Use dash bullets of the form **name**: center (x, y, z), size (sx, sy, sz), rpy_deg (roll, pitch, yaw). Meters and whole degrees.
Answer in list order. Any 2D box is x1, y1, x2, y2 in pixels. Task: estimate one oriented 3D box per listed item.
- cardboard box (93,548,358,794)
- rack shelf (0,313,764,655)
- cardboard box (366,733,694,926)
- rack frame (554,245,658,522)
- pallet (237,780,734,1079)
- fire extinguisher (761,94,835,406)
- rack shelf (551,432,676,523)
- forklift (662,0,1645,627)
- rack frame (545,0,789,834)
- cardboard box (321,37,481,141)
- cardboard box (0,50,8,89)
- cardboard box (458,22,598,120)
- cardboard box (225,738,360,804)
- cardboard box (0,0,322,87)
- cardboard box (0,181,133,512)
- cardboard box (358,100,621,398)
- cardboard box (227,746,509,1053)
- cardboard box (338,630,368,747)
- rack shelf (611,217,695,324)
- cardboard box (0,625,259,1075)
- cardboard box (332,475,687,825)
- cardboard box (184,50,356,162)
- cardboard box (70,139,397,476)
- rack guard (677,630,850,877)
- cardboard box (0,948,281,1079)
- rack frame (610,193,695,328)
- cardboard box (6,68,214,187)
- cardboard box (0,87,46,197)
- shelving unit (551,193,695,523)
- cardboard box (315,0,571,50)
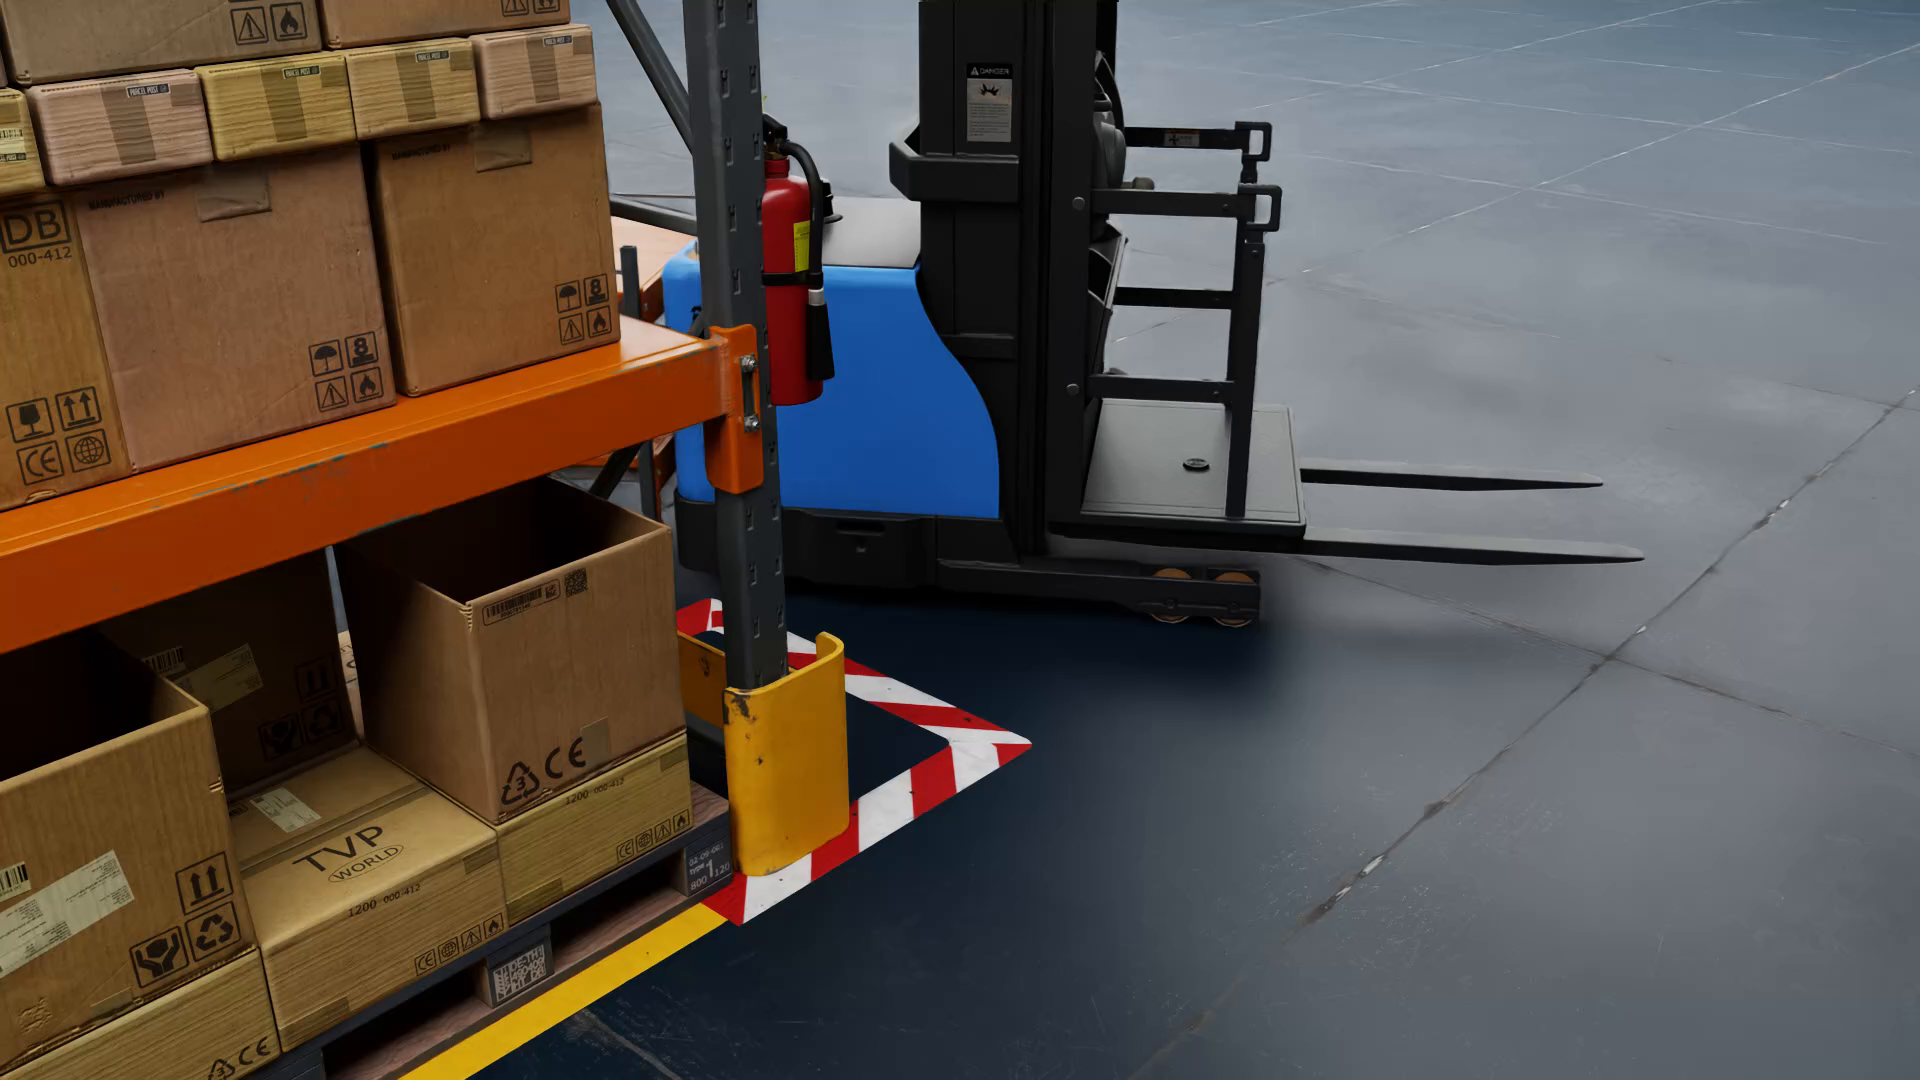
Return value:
- **cardboard box**: center (-1.672, 0.216, 3.532), size (0.500, 0.500, 0.500), rpy_deg (20, 31, 38)
- **rack shelf**: center (-2.151, 0.177, 2.567), size (1.077, 0.370, 4.000), rpy_deg (20, 31, 38)
- **cardboard box**: center (-0.954, 0.547, 3.711), size (0.500, 0.250, 0.500), rpy_deg (20, 31, 38)
- **rack frame**: center (-1.215, -0.372, 5.204), size (0.500, 1.125, 0.032), rpy_deg (3, 24, 6)
- **pallet**: center (-1.295, 0.757, 3.804), size (1.003, 0.211, 1.213), rpy_deg (20, 31, 38)
- **fire extinguisher**: center (-0.391, -0.634, 3.592), size (0.296, 0.674, 0.183), rpy_deg (20, 31, 38)
- **rack shelf**: center (-1.152, -0.355, 5.765), size (0.538, 0.278, 1.000), rpy_deg (3, 24, 6)
- **forklift**: center (0.641, -1.300, 5.067), size (3.031, 2.935, 1.130), rpy_deg (3, 24, 7)
- **rack frame**: center (-0.816, -0.760, 3.779), size (1.000, 3.000, 0.127), rpy_deg (20, 31, 38)
- **cardboard box**: center (-1.103, -0.853, 3.071), size (0.380, 0.149, 0.250), rpy_deg (21, 32, 39)
- **cardboard box**: center (-1.855, -0.927, 2.444), size (0.700, 0.500, 0.500), rpy_deg (20, 31, 38)
- **cardboard box**: center (-0.929, -0.933, 3.250), size (0.380, 0.149, 0.250), rpy_deg (20, 31, 37)
- **cardboard box**: center (-1.670, 0.559, 3.685), size (0.500, 0.250, 0.500), rpy_deg (20, 31, 38)
- **cardboard box**: center (-1.519, -1.081, 2.787), size (0.700, 0.500, 0.500), rpy_deg (19, 30, 36)
- **cardboard box**: center (-1.819, -0.356, 2.755), size (0.700, 0.500, 0.500), rpy_deg (20, 31, 38)
- **cardboard box**: center (-1.137, -0.667, 3.449), size (0.700, 0.500, 0.500), rpy_deg (20, 31, 38)
- **cardboard box**: center (-1.278, 0.703, 3.364), size (0.500, 0.250, 0.500), rpy_deg (20, 31, 38)
- **cardboard box**: center (-1.339, 0.406, 4.027), size (0.500, 0.250, 0.500), rpy_deg (20, 31, 38)
- **rack shelf**: center (-1.152, -0.845, 5.545), size (0.538, 0.278, 1.000), rpy_deg (3, 24, 6)
- **cardboard box**: center (-1.609, 0.514, 2.868), size (0.500, 0.500, 0.500), rpy_deg (20, 31, 38)
- **cardboard box**: center (-0.952, 0.205, 3.557), size (0.500, 0.500, 0.500), rpy_deg (20, 31, 38)
- **cardboard box**: center (-1.273, -0.775, 2.898), size (0.380, 0.149, 0.250), rpy_deg (20, 31, 37)
- **cardboard box**: center (-1.484, -0.506, 3.089), size (0.700, 0.500, 0.500), rpy_deg (21, 32, 39)
- **rack guard**: center (-0.800, 0.373, 4.307), size (1.175, 0.500, 0.348), rpy_deg (20, 31, 38)
- **cardboard box**: center (-1.611, 0.855, 3.023), size (0.500, 0.250, 0.500), rpy_deg (20, 31, 38)
- **rack frame**: center (-1.089, -0.785, 6.125), size (0.500, 1.125, 0.032), rpy_deg (3, 24, 6)
- **cardboard box**: center (-1.443, -0.699, 2.728), size (0.380, 0.149, 0.250), rpy_deg (21, 31, 38)
- **cardboard box**: center (-1.618, -0.619, 2.549), size (0.380, 0.149, 0.250), rpy_deg (21, 32, 39)
- **shelving unit**: center (-1.152, -0.578, 5.665), size (0.538, 1.125, 1.048), rpy_deg (3, 24, 6)
- **cardboard box**: center (-1.172, -1.243, 3.148), size (0.700, 0.500, 0.500), rpy_deg (20, 31, 38)
